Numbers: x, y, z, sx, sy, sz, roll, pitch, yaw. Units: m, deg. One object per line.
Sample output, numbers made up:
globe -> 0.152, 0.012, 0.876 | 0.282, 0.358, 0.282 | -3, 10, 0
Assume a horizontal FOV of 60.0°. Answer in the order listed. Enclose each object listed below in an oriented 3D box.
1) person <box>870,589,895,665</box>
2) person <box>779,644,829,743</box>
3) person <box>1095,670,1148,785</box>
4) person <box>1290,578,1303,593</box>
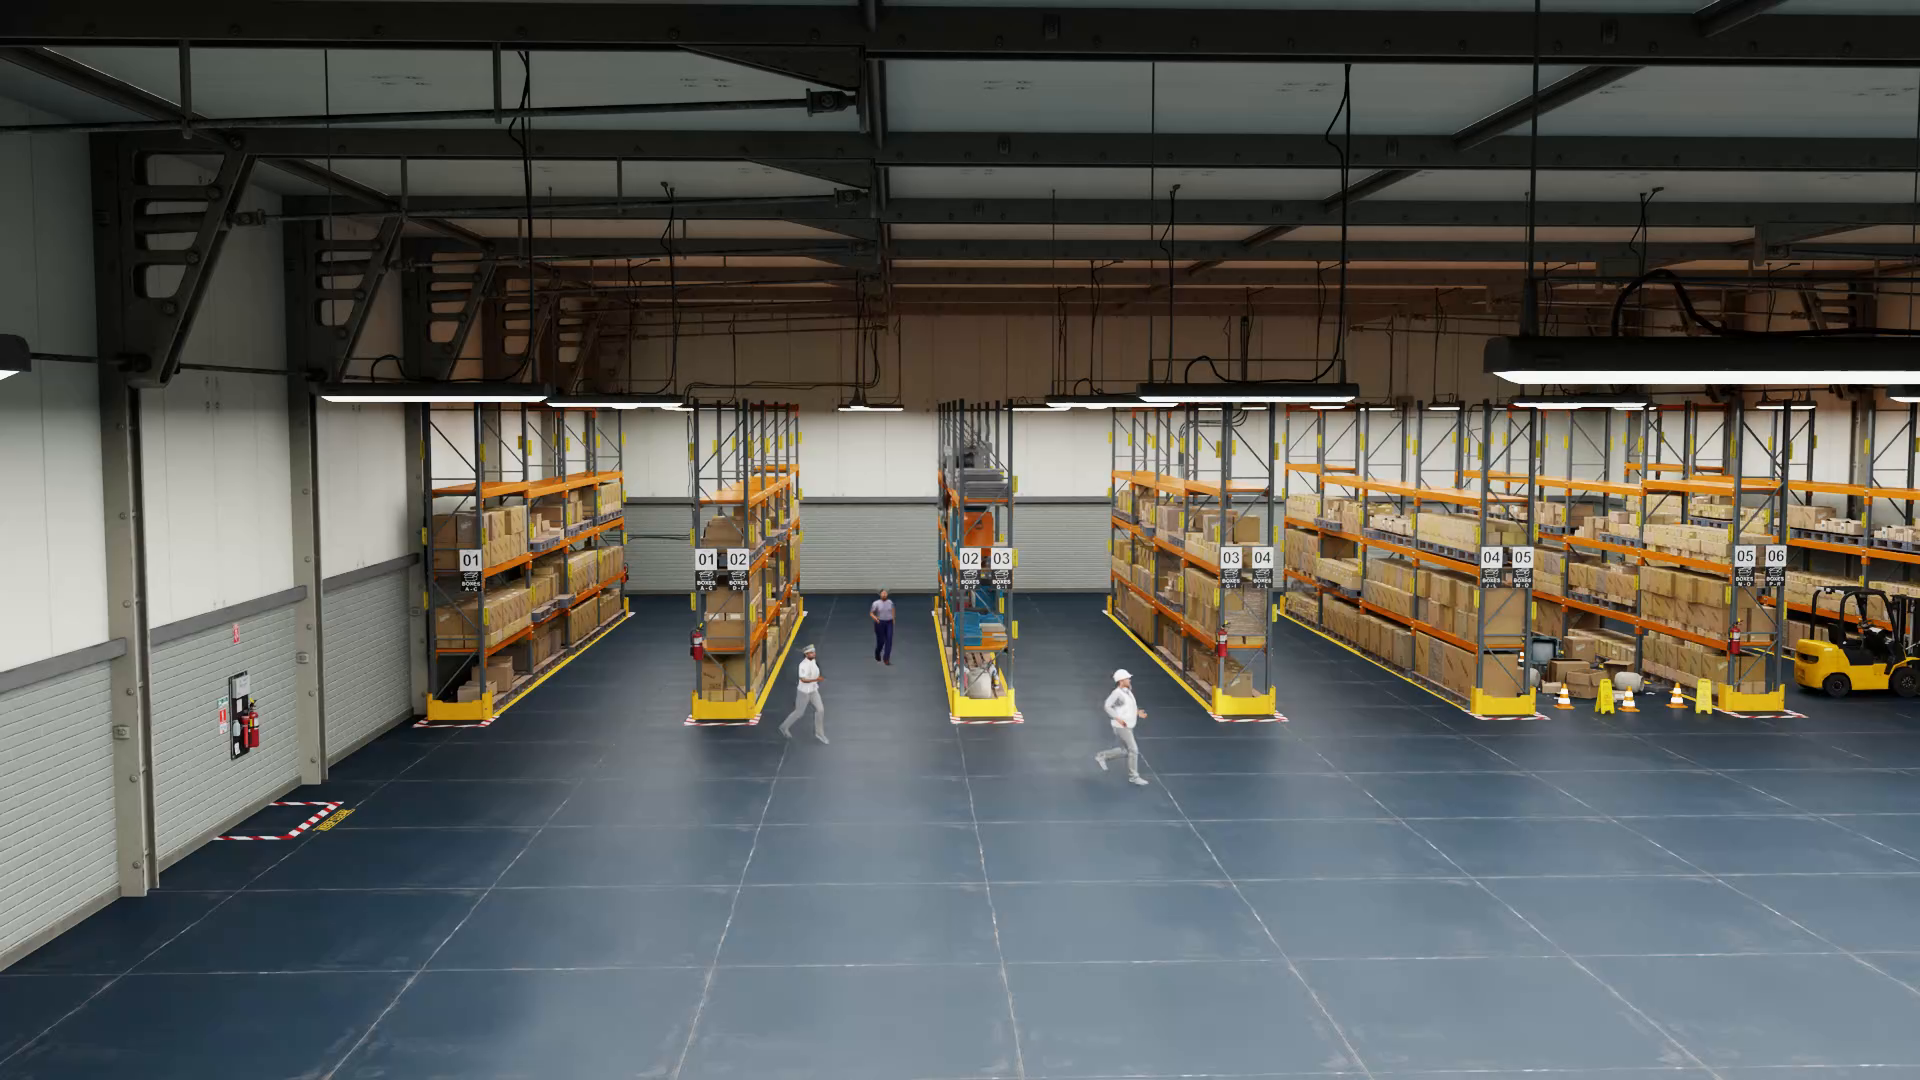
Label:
person -> -1.654, 1.881, 36.237 | 0.608, 1.640, 0.687 | -2, 5, -19
person -> -2.708, 2.671, 29.087 | 0.901, 1.740, 0.587 | 2, 5, 28
person -> 2.505, 2.894, 25.828 | 0.880, 1.771, 0.662 | 2, 5, 22
person -> 9.966, 1.140, 48.991 | 0.760, 1.745, 0.721 | 1, 4, 13
